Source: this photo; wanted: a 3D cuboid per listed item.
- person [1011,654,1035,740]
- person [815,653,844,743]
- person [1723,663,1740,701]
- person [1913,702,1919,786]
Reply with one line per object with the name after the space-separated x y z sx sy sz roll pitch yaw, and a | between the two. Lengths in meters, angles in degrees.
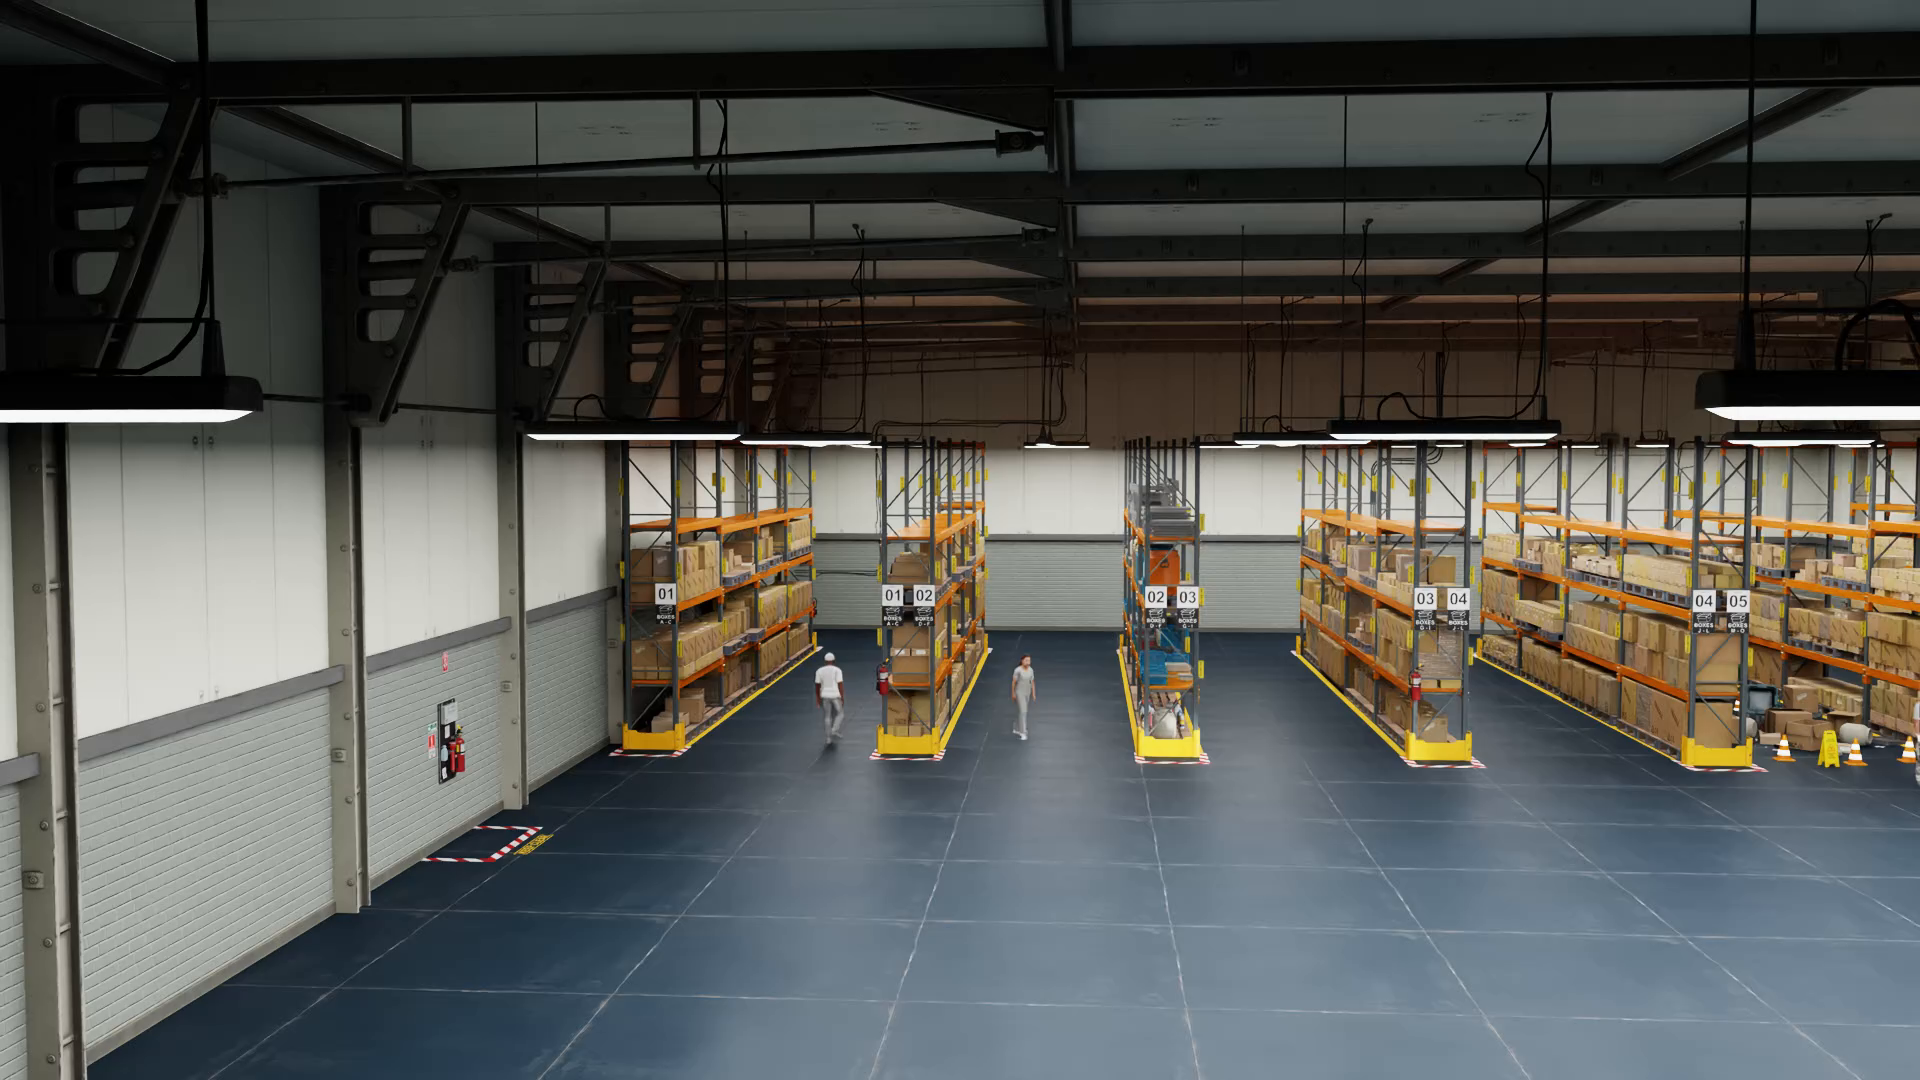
1.262 3.133 33.295 0.469 1.724 0.667 -3 4 -40 | person
-2.546 3.092 32.624 0.608 1.754 0.484 1 3 13 | person
17.706 2.818 37.804 0.523 1.805 0.543 -1 3 -10 | person
16.333 3.326 27.923 0.570 1.743 0.901 1 3 17 | person
